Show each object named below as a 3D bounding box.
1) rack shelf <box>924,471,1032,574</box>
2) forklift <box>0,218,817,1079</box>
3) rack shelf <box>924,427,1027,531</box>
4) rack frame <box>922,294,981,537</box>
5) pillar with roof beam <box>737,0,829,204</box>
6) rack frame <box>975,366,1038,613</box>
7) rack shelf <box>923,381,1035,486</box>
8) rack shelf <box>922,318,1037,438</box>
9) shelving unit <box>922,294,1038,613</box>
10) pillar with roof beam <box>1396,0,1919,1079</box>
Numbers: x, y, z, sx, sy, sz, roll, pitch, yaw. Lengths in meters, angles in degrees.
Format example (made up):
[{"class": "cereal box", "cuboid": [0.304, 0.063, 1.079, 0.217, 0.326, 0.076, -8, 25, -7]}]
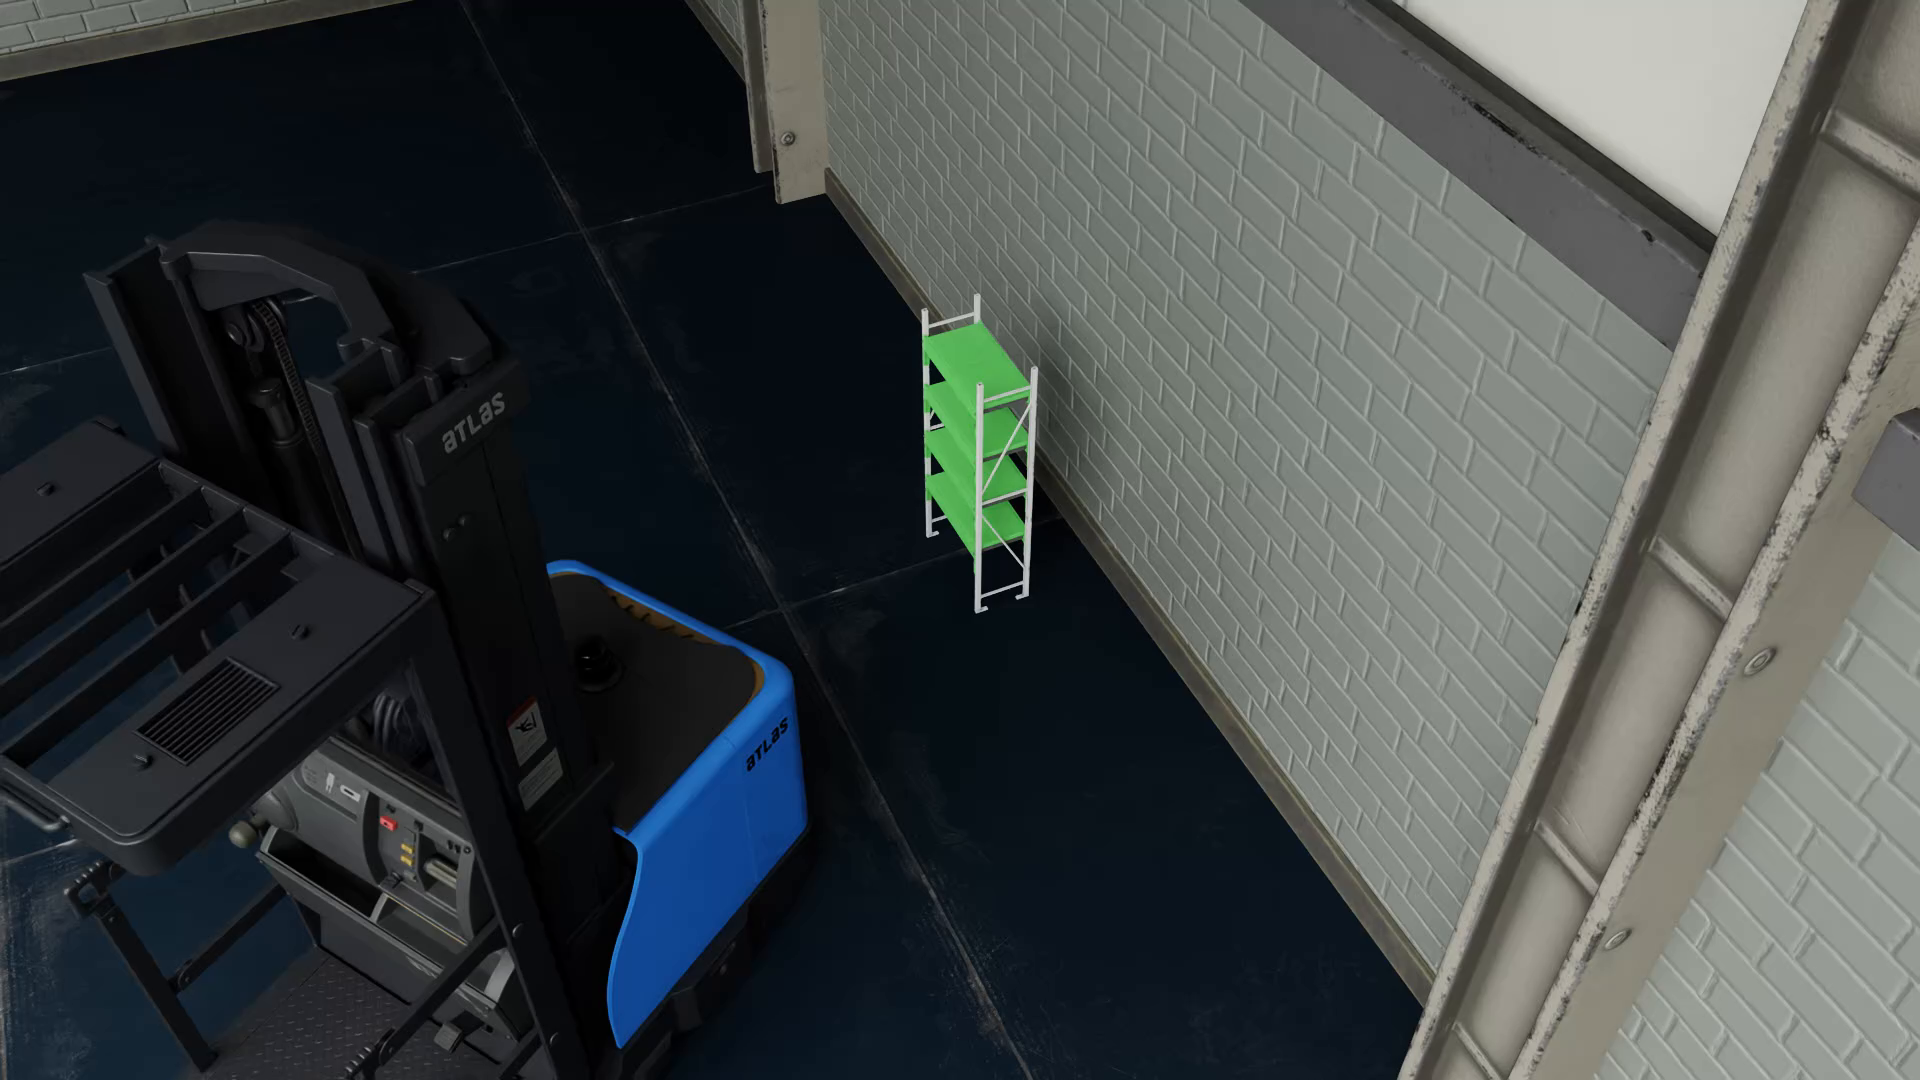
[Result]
[{"class": "rack shelf", "cuboid": [0.070, -0.105, 6.804, 0.258, 0.148, 0.480, -18, 47, -17]}, {"class": "forklift", "cuboid": [-1.713, 0.818, 4.203, 1.130, 2.935, 3.031, 24, 49, 22]}, {"class": "rack shelf", "cuboid": [0.070, -0.276, 6.635, 0.258, 0.148, 0.480, -18, 47, -17]}, {"class": "rack frame", "cuboid": [-0.033, -0.477, 6.748, 0.240, 1.200, 0.015, -18, 47, -17]}, {"class": "pillar with roof beam", "cuboid": [-4.825, -3.910, 4.674, 9.100, 9.000, 0.400, -18, 47, -17]}, {"class": "rack frame", "cuboid": [0.172, -0.166, 6.433, 0.240, 1.200, 0.015, -18, 47, -17]}, {"class": "rack shelf", "cuboid": [0.070, -0.447, 6.467, 0.258, 0.148, 0.480, -18, 47, -17]}, {"class": "rack shelf", "cuboid": [0.070, -0.618, 6.298, 0.258, 0.148, 0.480, -18, 47, -17]}, {"class": "shelving unit", "cuboid": [0.070, -0.322, 6.591, 0.258, 1.200, 0.503, -18, 47, -17]}, {"class": "pillar with roof beam", "cuboid": [-2.302, -0.086, 0.799, 9.100, 9.000, 0.400, -18, 47, -17]}]
